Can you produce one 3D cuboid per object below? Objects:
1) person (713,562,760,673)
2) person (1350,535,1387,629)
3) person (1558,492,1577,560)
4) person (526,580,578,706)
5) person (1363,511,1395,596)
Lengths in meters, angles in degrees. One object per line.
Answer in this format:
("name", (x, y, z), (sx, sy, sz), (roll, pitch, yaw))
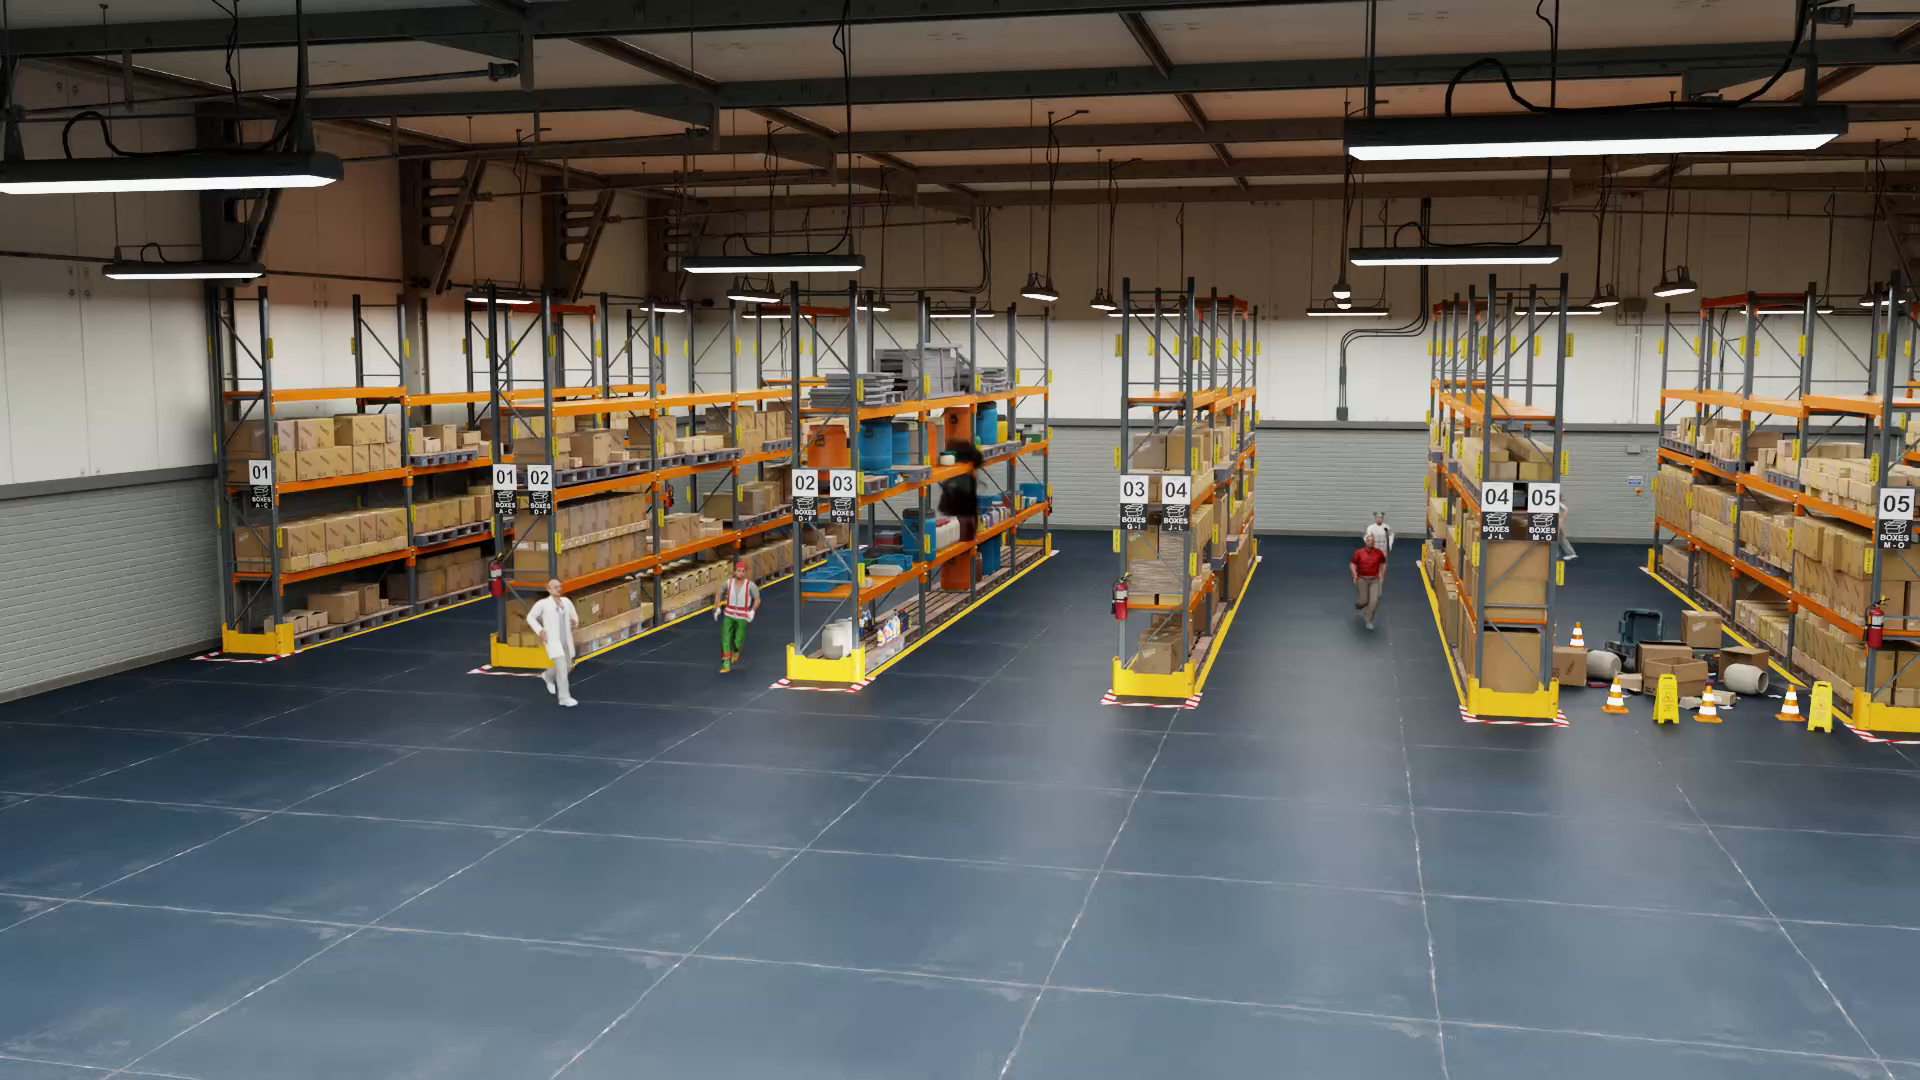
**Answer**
("person", (-3.458, 1.190, 25.818), (0.707, 1.728, 0.582), (0, 7, 2))
("person", (7.369, 0.732, 30.031), (0.650, 1.680, 0.652), (1, 7, 4))
("person", (14.000, -0.288, 38.890), (0.877, 1.696, 0.573), (2, 7, 16))
("person", (-5.680, 1.437, 23.466), (0.908, 1.751, 0.720), (6, 9, 43))
("person", (8.600, 0.245, 34.153), (0.628, 1.703, 0.932), (1, 7, 12))
